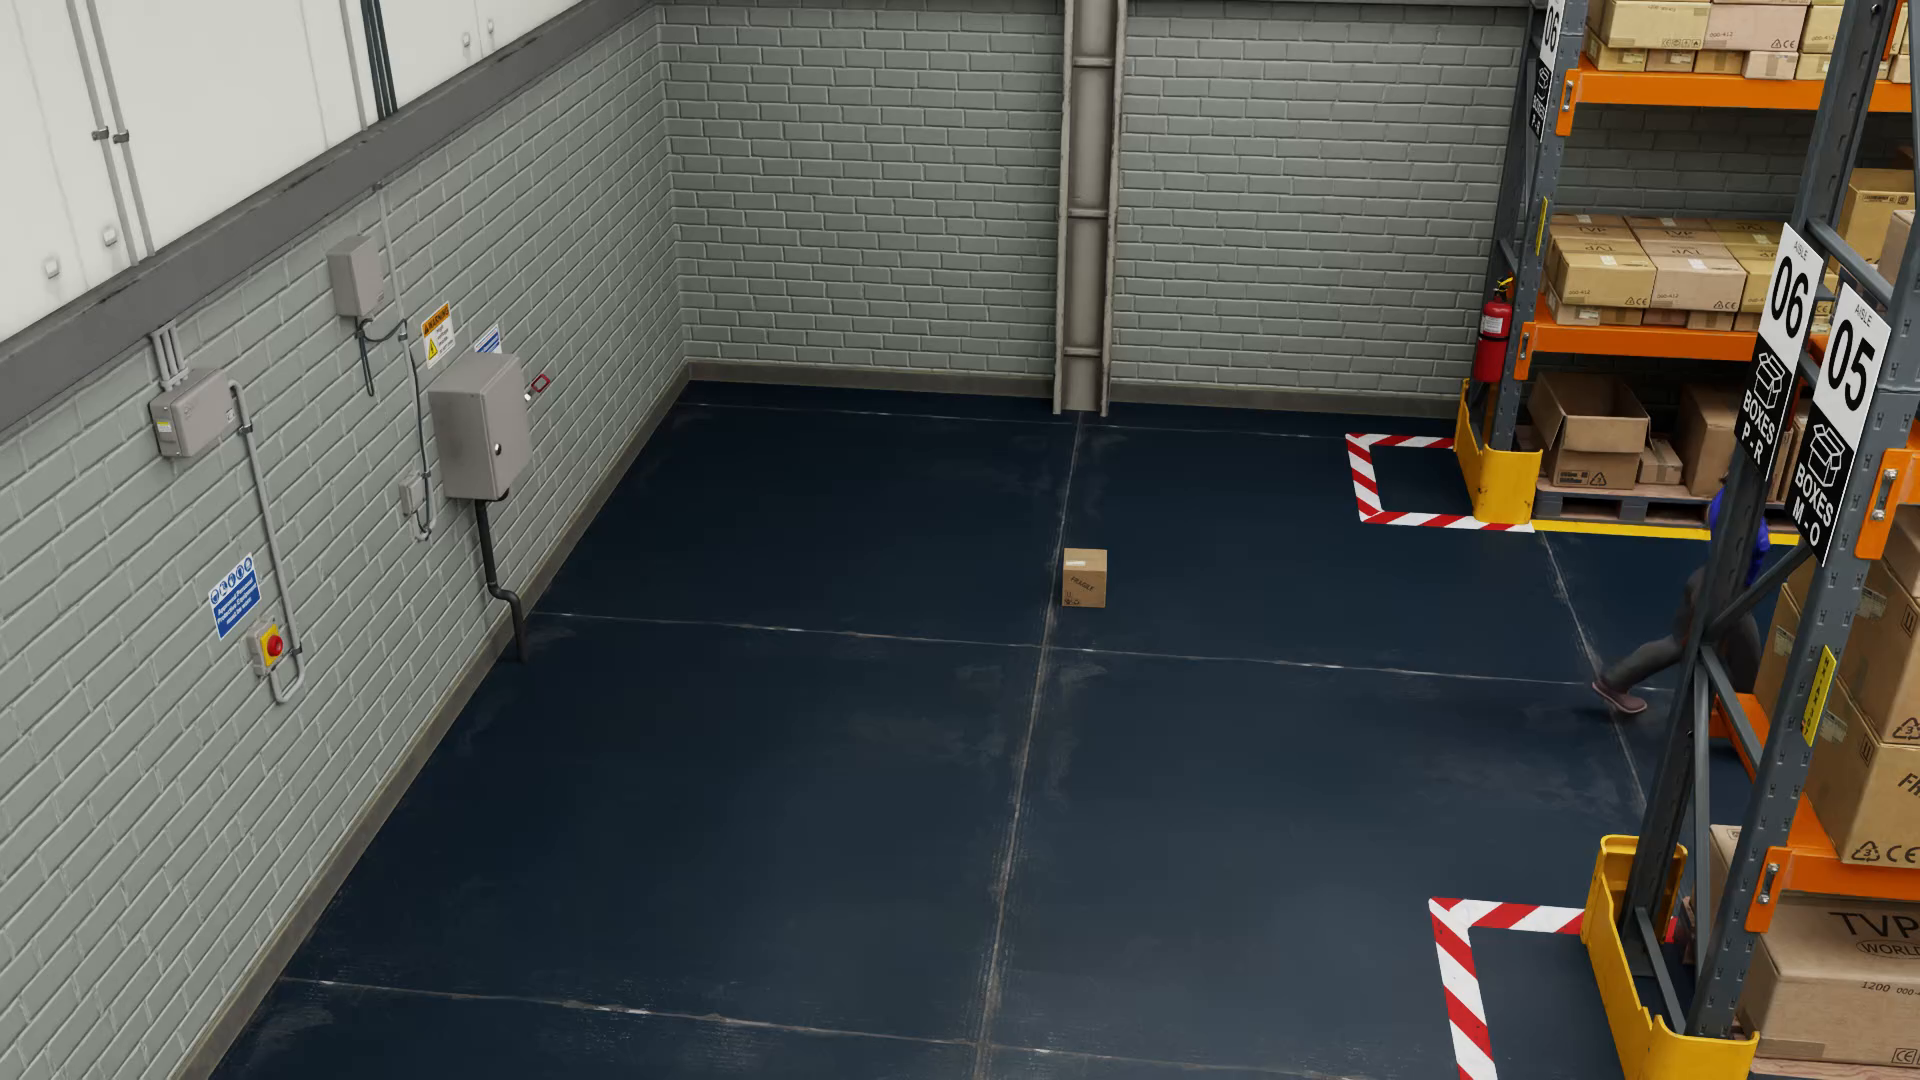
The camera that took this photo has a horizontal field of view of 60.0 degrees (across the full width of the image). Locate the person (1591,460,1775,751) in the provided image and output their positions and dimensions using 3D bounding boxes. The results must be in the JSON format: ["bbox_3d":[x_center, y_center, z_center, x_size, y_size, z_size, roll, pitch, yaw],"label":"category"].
[{"bbox_3d":[3.714,0.278,8.116,0.972,1.608,0.496,9,30,16],"label":"person"}]
